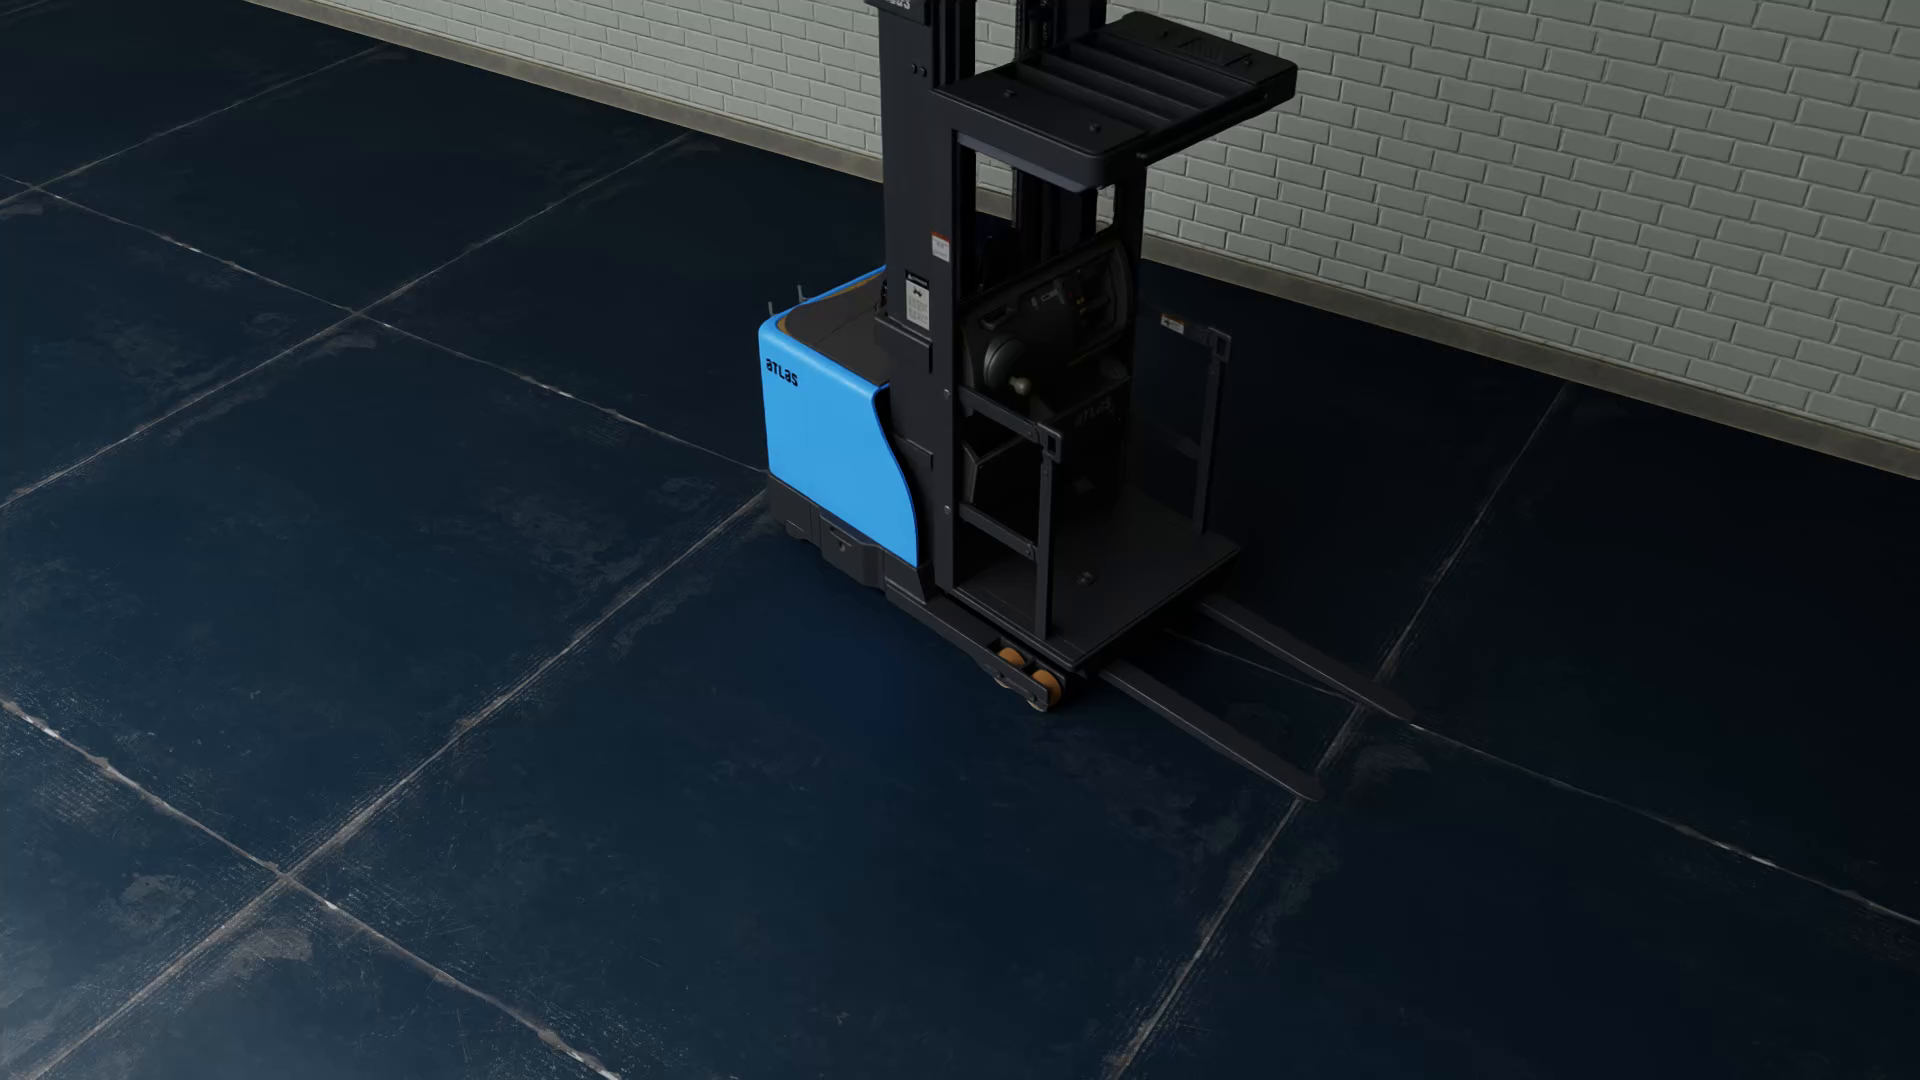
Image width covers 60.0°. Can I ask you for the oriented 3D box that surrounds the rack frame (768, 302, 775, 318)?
[{"bbox_3d":[-0.770,-0.699,7.906,0.240,0.900,0.006,22,43,31],"label":"rack frame"}]

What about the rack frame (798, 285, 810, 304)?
[{"bbox_3d":[-0.646,-0.798,8.034,0.240,0.900,0.006,22,43,31],"label":"rack frame"}]

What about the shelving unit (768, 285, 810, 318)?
[{"bbox_3d":[-0.708,-0.748,7.970,0.258,0.900,0.210,22,43,31],"label":"shelving unit"}]

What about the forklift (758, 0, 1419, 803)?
[{"bbox_3d":[0.497,-0.818,6.410,1.130,2.935,3.031,-31,47,-34],"label":"forklift"}]
